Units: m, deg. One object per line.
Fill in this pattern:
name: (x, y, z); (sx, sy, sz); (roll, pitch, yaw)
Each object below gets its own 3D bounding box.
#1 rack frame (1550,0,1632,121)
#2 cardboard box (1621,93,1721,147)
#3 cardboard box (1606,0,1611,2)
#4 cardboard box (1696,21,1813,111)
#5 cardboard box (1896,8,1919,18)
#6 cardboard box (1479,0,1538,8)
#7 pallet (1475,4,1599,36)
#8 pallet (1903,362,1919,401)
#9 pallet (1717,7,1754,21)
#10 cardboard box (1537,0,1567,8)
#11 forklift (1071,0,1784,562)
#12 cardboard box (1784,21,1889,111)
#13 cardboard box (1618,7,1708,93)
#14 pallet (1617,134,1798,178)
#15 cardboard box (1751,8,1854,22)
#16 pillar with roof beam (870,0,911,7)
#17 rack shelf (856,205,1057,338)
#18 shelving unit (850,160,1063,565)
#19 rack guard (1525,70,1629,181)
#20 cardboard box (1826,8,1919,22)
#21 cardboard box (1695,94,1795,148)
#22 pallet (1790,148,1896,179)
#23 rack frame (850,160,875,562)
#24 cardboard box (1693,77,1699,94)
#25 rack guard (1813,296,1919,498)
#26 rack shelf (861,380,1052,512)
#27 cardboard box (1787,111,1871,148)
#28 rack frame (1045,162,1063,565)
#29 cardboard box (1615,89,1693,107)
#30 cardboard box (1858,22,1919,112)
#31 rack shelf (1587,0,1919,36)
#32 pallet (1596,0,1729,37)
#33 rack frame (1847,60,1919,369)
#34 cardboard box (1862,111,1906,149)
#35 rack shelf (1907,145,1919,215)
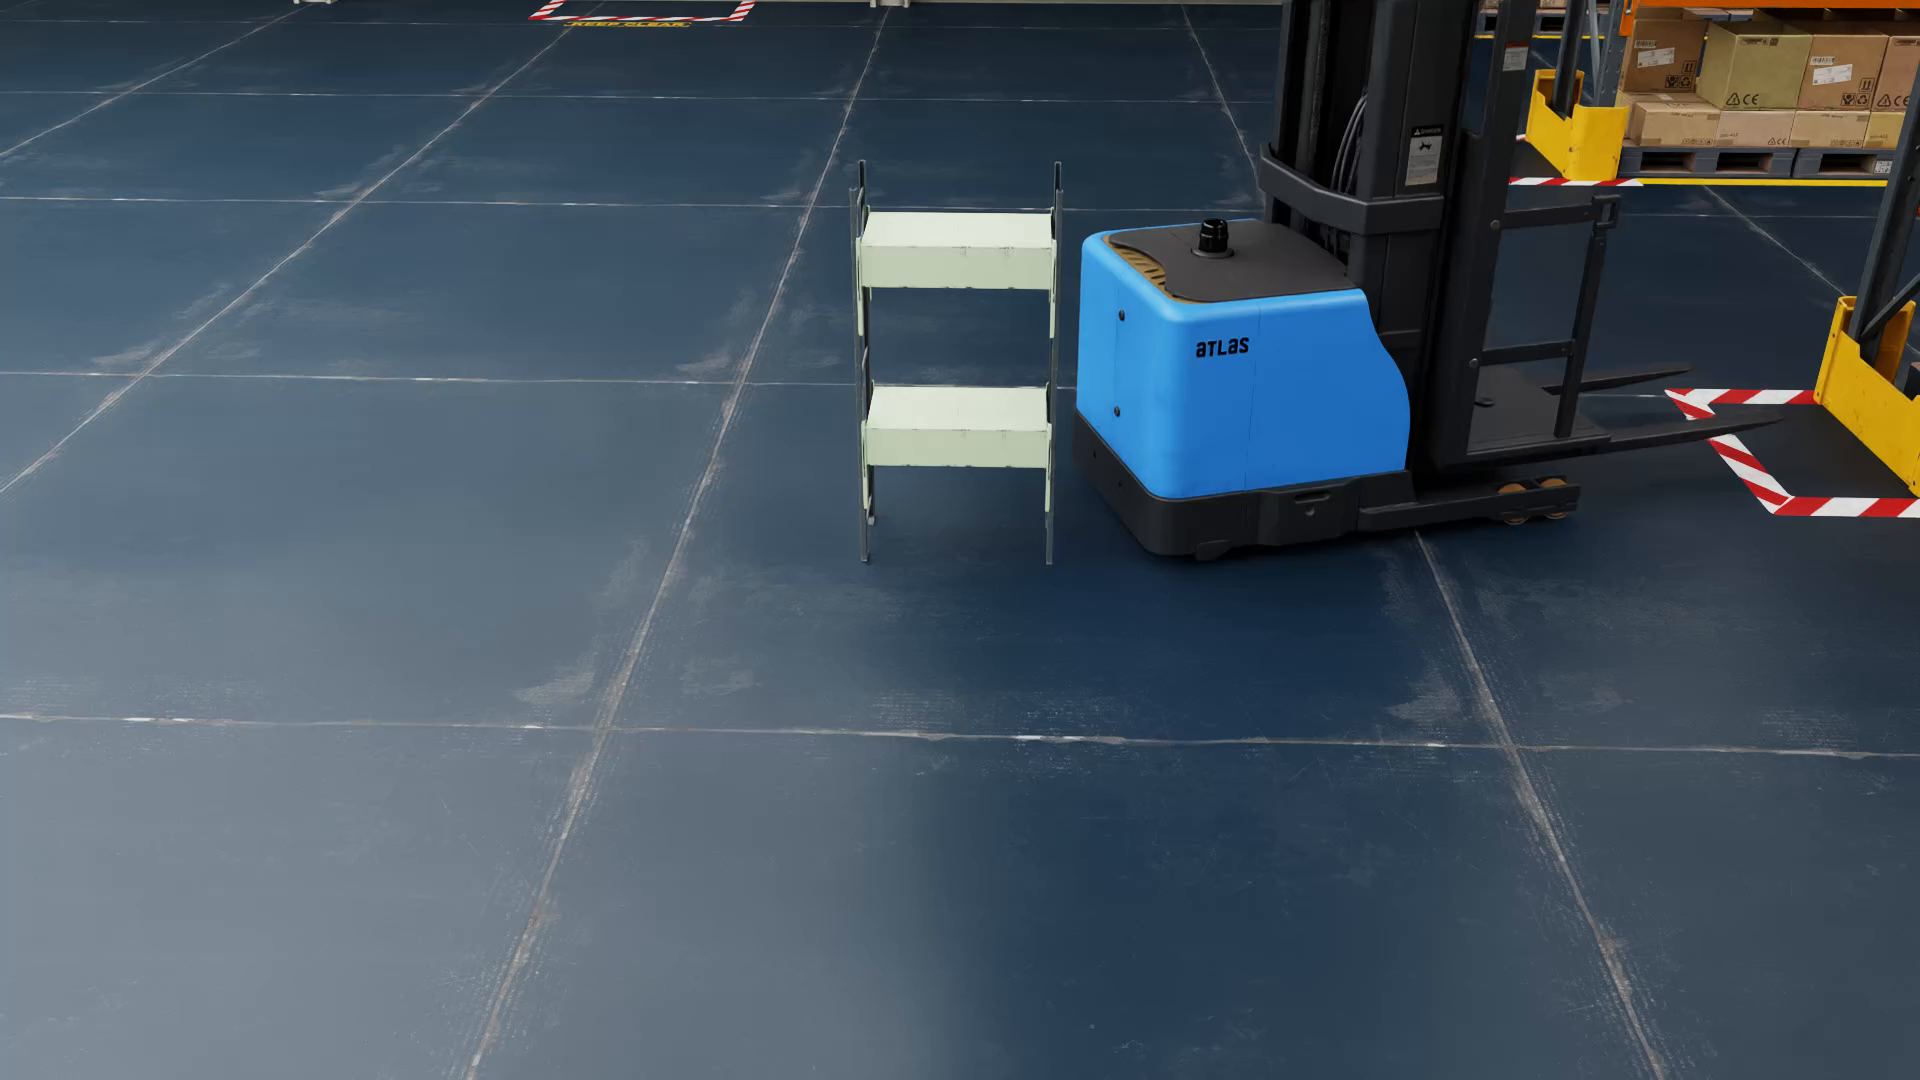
rack frame: (4.378, -4.055, 11.198); (0.127, 3.000, 1.000); (1, 28, 2)
cardboard box: (4.907, -2.913, 11.530); (0.500, 0.250, 0.500); (1, 28, 2)
cardboard box: (6.539, -5.366, 15.868); (0.500, 0.500, 0.700); (-1, 28, -1)
cardboard box: (5.406, -3.237, 11.341); (0.500, 0.500, 0.500); (1, 28, 2)
cardboard box: (6.924, -3.462, 11.765); (0.500, 0.500, 0.500); (1, 28, 2)
cardboard box: (5.238, -5.327, 15.997); (0.500, 0.311, 0.500); (-2, 28, -4)
pallet: (5.436, -5.111, 16.166); (1.213, 0.211, 1.003); (1, 28, 2)
pallet: (5.089, -0.510, 7.486); (1.213, 0.211, 1.003); (1, 28, 2)
pallet: (7.875, -5.071, 16.090); (1.213, 0.211, 1.003); (1, 28, 2)
cardboard box: (5.808, -5.318, 15.980); (0.500, 0.311, 0.500); (3, 28, 6)
forklift: (2.064, -1.587, 6.614); (3.031, 2.935, 1.130); (-8, 29, -14)
cardboard box: (5.906, -3.235, 11.336); (0.500, 0.500, 0.500); (1, 28, 2)
cardboard box: (4.925, -3.488, 11.814); (0.500, 0.500, 0.500); (1, 28, 2)
pallet: (5.144, -2.830, 11.864); (1.213, 0.211, 1.003); (1, 28, 2)
cardboard box: (5.925, -3.478, 11.795); (0.500, 0.500, 0.500); (1, 28, 2)
pillar with roof beam: (-0.869, -7.502, 11.294); (0.400, 9.000, 9.100); (1, 28, 2)
rack shelf: (-0.007, -1.008, 6.216); (0.720, 0.370, 0.431); (1, 28, 2)
shelving unit: (-0.007, -0.663, 6.399); (0.755, 1.500, 0.431); (1, 28, 2)
rack guard: (4.354, -2.951, 11.784); (0.348, 0.500, 1.175); (1, 28, 2)
cardboard box: (6.424, -3.469, 11.779); (0.500, 0.500, 0.500); (1, 28, 2)
cardboard box: (5.406, -2.907, 11.518); (0.500, 0.250, 0.500); (1, 28, 2)
pallet: (6.360, -2.809, 11.823); (1.213, 0.211, 1.003); (1, 28, 2)
rack frame: (-0.372, -0.669, 6.410); (0.023, 1.500, 0.400); (1, 28, 2)
cardboard box: (5.425, -3.153, 11.982); (0.500, 0.250, 0.500); (1, 28, 2)
rack guard: (4.277, -0.653, 7.449); (0.348, 0.500, 1.175); (1, 28, 2)
rack shelf: (-0.007, -0.375, 6.552); (0.720, 0.370, 0.431); (1, 28, 2)
cardboard box: (5.906, -2.898, 11.502); (0.500, 0.250, 0.500); (1, 28, 2)
rack frame: (0.359, -0.657, 6.388); (0.023, 1.500, 0.400); (1, 28, 2)
cardboard box: (4.925, -3.156, 11.987); (0.500, 0.250, 0.500); (1, 28, 2)
cardboard box: (6.405, -3.218, 11.305); (0.500, 0.500, 0.500); (1, 28, 2)
rack shelf: (6.377, -3.705, 11.304); (4.000, 0.370, 1.077); (1, 28, 2)
pallet: (6.652, -5.089, 16.125); (1.213, 0.211, 1.003); (1, 28, 2)
rack frame: (4.200, -1.737, 6.824); (0.127, 3.000, 1.000); (1, 28, 2)
cardboard box: (6.406, -2.888, 11.482); (0.500, 0.250, 0.500); (1, 28, 2)
rack shelf: (6.199, -1.386, 6.930); (4.000, 0.370, 1.077); (1, 28, 2)
